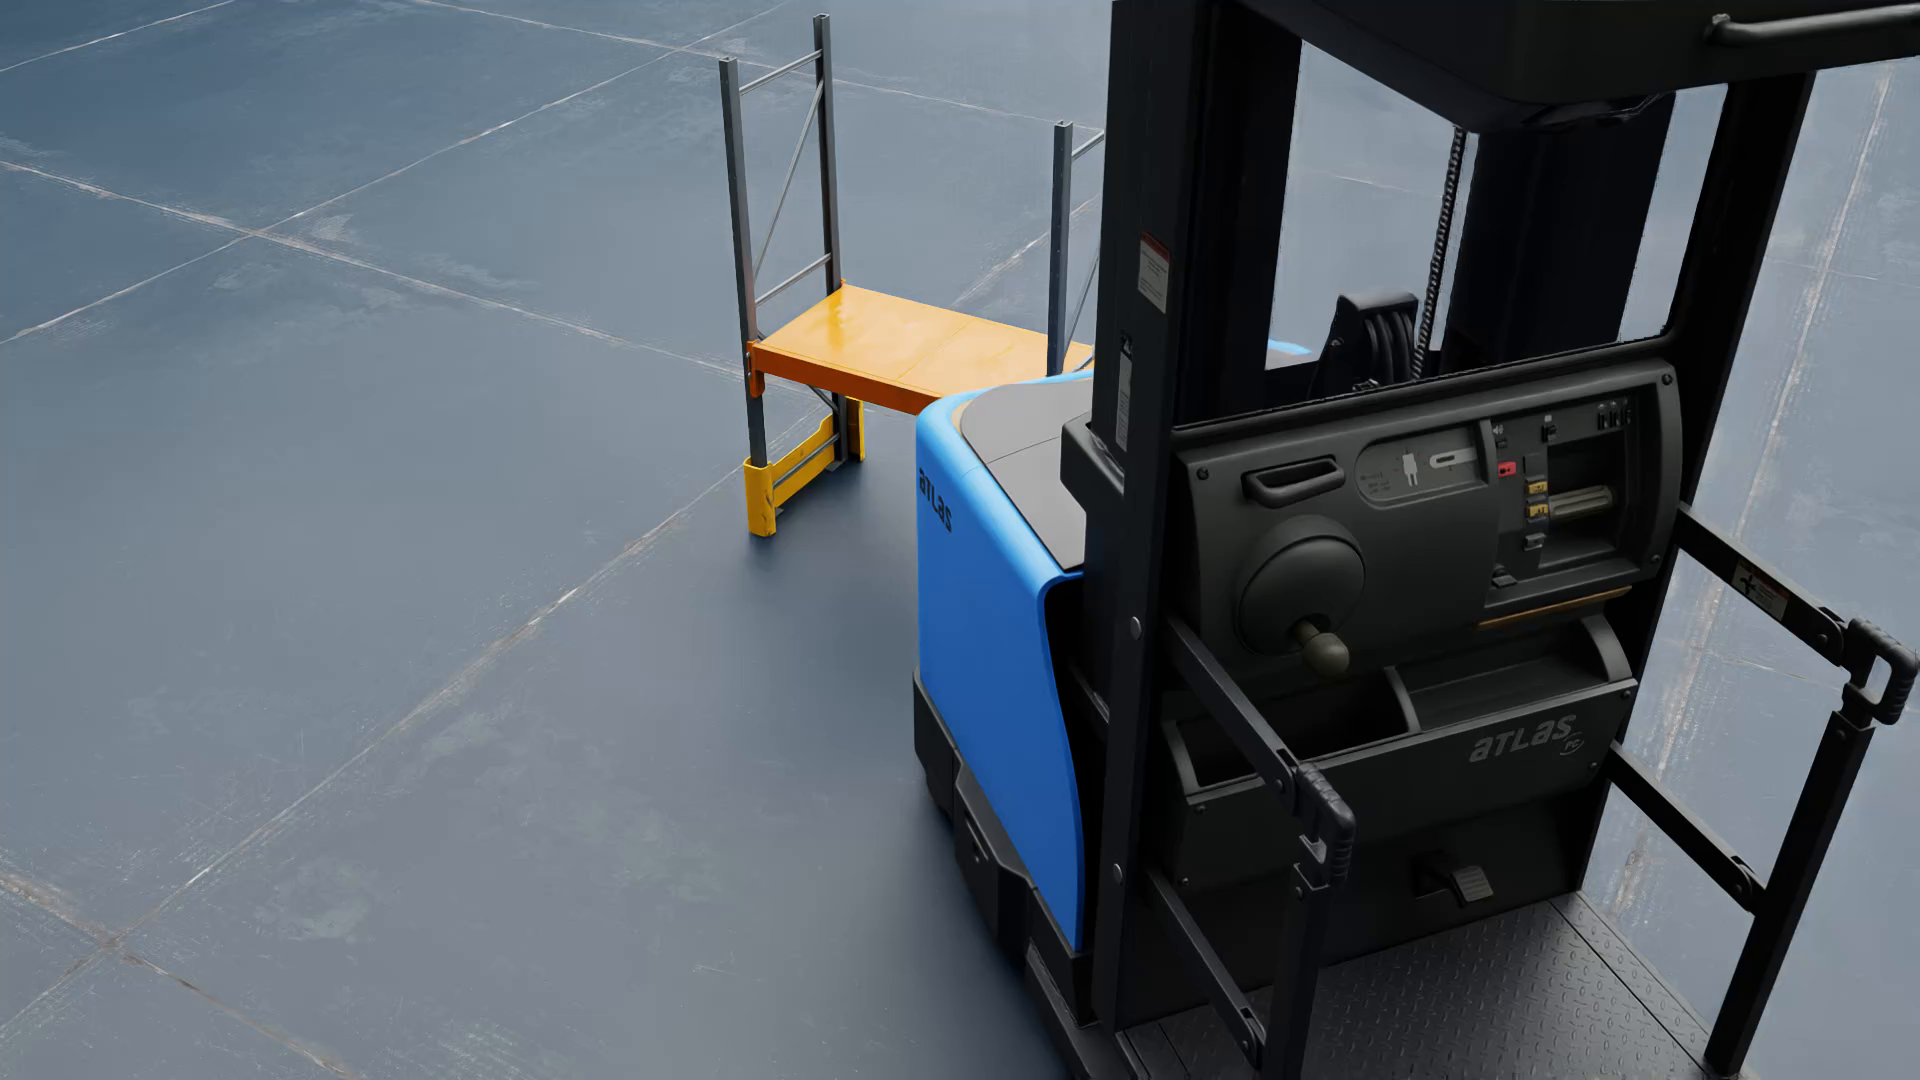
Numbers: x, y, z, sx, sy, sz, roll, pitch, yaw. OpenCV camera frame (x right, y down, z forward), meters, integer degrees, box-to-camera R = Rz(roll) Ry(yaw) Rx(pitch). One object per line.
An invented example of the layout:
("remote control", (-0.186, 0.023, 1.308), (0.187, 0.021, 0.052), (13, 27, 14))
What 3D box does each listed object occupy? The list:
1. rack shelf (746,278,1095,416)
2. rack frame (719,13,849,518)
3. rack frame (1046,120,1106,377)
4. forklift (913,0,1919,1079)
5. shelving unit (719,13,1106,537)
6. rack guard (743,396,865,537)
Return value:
("rack shelf", (-0.074, -0.498, 4.969), (1.000, 0.185, 0.538), (18, 37, 24))
("rack frame", (-0.515, -0.788, 5.079), (0.032, 1.500, 0.500), (18, 37, 24))
("rack frame", (0.367, -0.508, 4.660), (0.032, 1.500, 0.500), (18, 37, 24))
("forklift", (0.872, 0.023, 2.572), (1.130, 2.935, 3.031), (-12, 35, -17))
("shelving unit", (-0.066, -0.645, 4.866), (1.083, 1.500, 0.587), (18, 37, 24))
("rack guard", (-0.499, -0.262, 5.418), (0.087, 0.250, 0.587), (18, 37, 24))
